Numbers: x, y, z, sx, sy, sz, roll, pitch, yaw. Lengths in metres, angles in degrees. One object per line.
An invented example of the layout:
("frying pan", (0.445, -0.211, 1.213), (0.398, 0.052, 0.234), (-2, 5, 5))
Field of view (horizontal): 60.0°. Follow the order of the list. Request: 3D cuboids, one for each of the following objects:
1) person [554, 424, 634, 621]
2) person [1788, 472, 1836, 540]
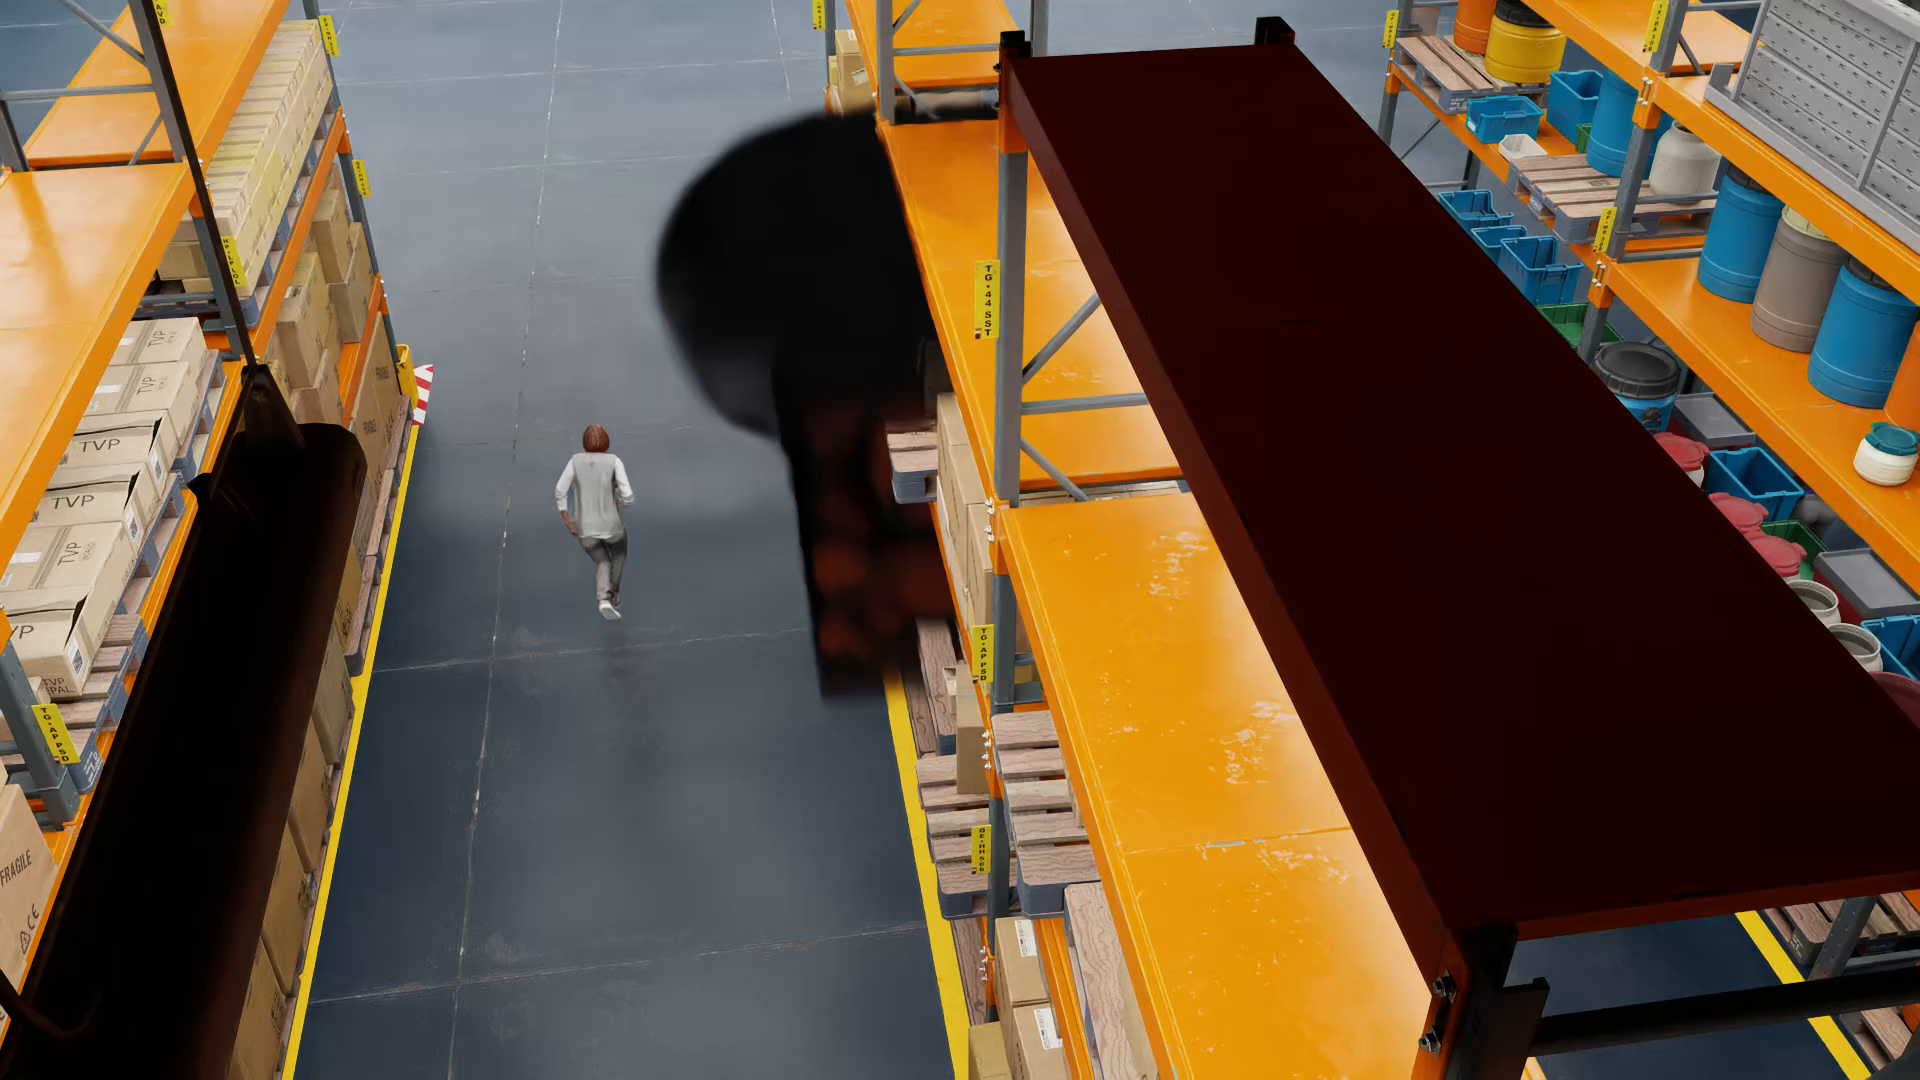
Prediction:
("person", (-2.615, -0.051, 12.012), (0.554, 1.424, 0.846), (-3, 36, -4))
("person", (6.357, -0.135, 12.383), (0.574, 1.510, 0.742), (-6, 37, -8))
